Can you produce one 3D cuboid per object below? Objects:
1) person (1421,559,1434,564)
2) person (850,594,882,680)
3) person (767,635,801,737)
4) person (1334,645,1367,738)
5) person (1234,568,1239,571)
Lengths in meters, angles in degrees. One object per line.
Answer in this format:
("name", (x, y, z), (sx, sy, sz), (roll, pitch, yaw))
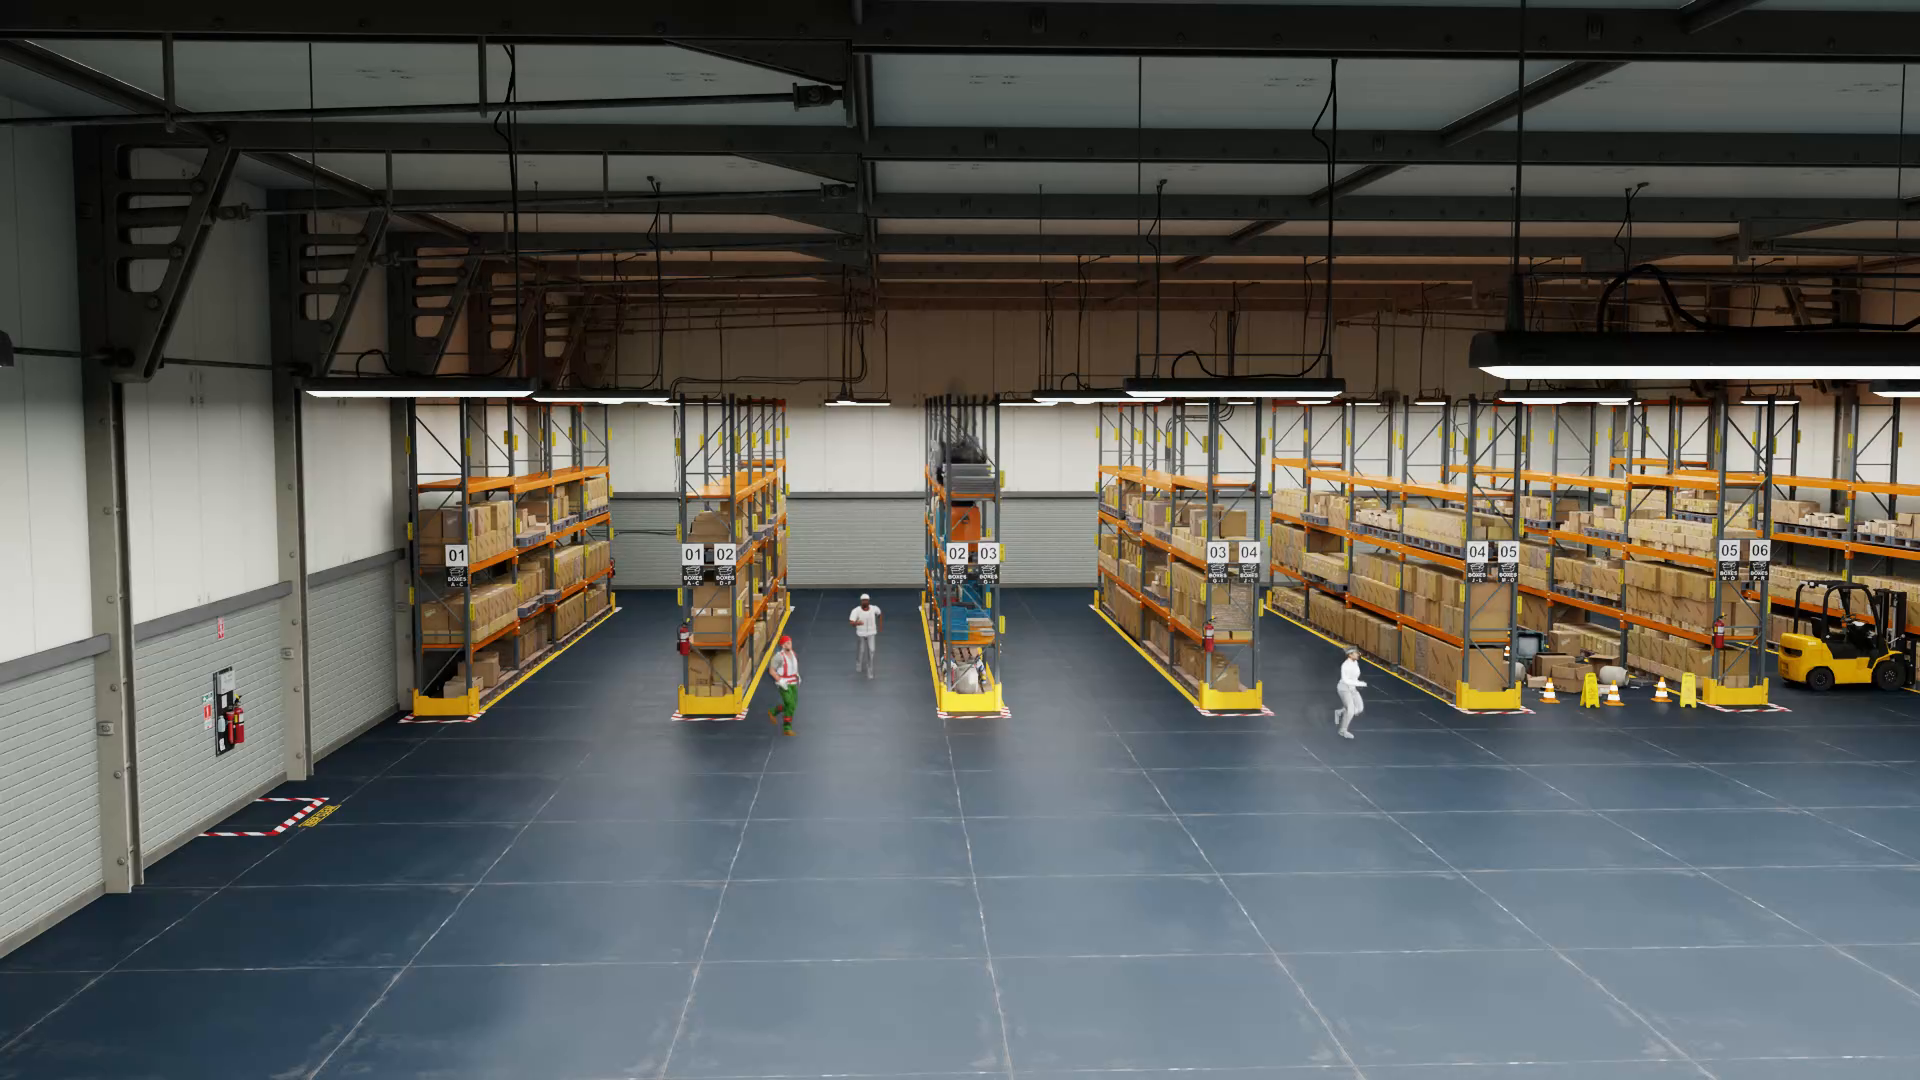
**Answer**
("person", (13.869, 1.051, 49.224), (0.721, 1.630, 0.522), (1, 5, 10))
("person", (-2.003, 2.042, 35.499), (0.710, 1.820, 0.906), (-1, 5, -8))
("person", (-3.127, 2.544, 29.225), (0.680, 1.771, 0.660), (3, 5, 33))
("person", (6.825, 2.627, 28.957), (0.593, 1.646, 0.653), (3, 6, 35))
("person", (8.155, 1.107, 48.758), (0.488, 1.569, 0.729), (-2, 5, -23))
